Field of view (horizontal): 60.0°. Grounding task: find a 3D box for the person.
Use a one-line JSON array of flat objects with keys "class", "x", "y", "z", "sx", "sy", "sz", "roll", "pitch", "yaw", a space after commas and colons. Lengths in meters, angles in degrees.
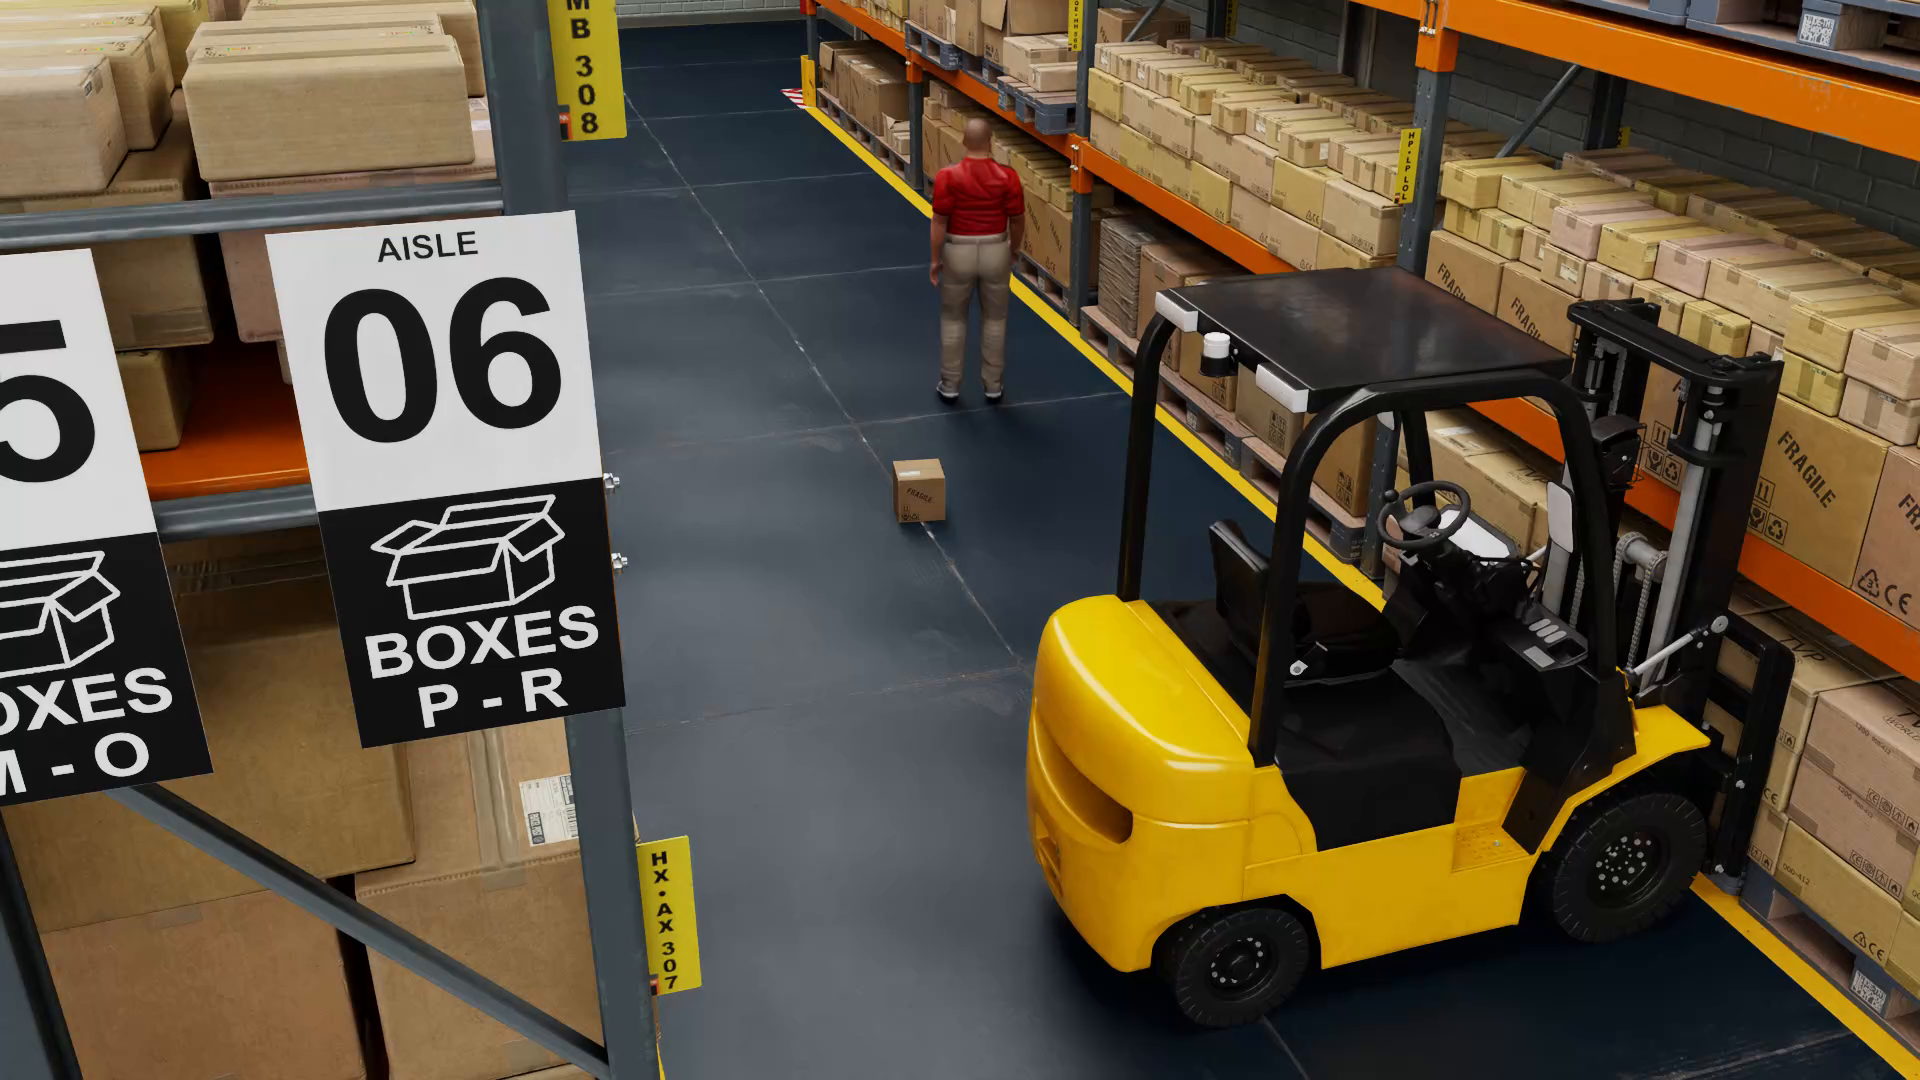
[{"class": "person", "x": 0.100, "y": -1.678, "z": 10.010, "sx": 0.571, "sy": 1.744, "sz": 0.432, "roll": -1, "pitch": 26, "yaw": -2}]
